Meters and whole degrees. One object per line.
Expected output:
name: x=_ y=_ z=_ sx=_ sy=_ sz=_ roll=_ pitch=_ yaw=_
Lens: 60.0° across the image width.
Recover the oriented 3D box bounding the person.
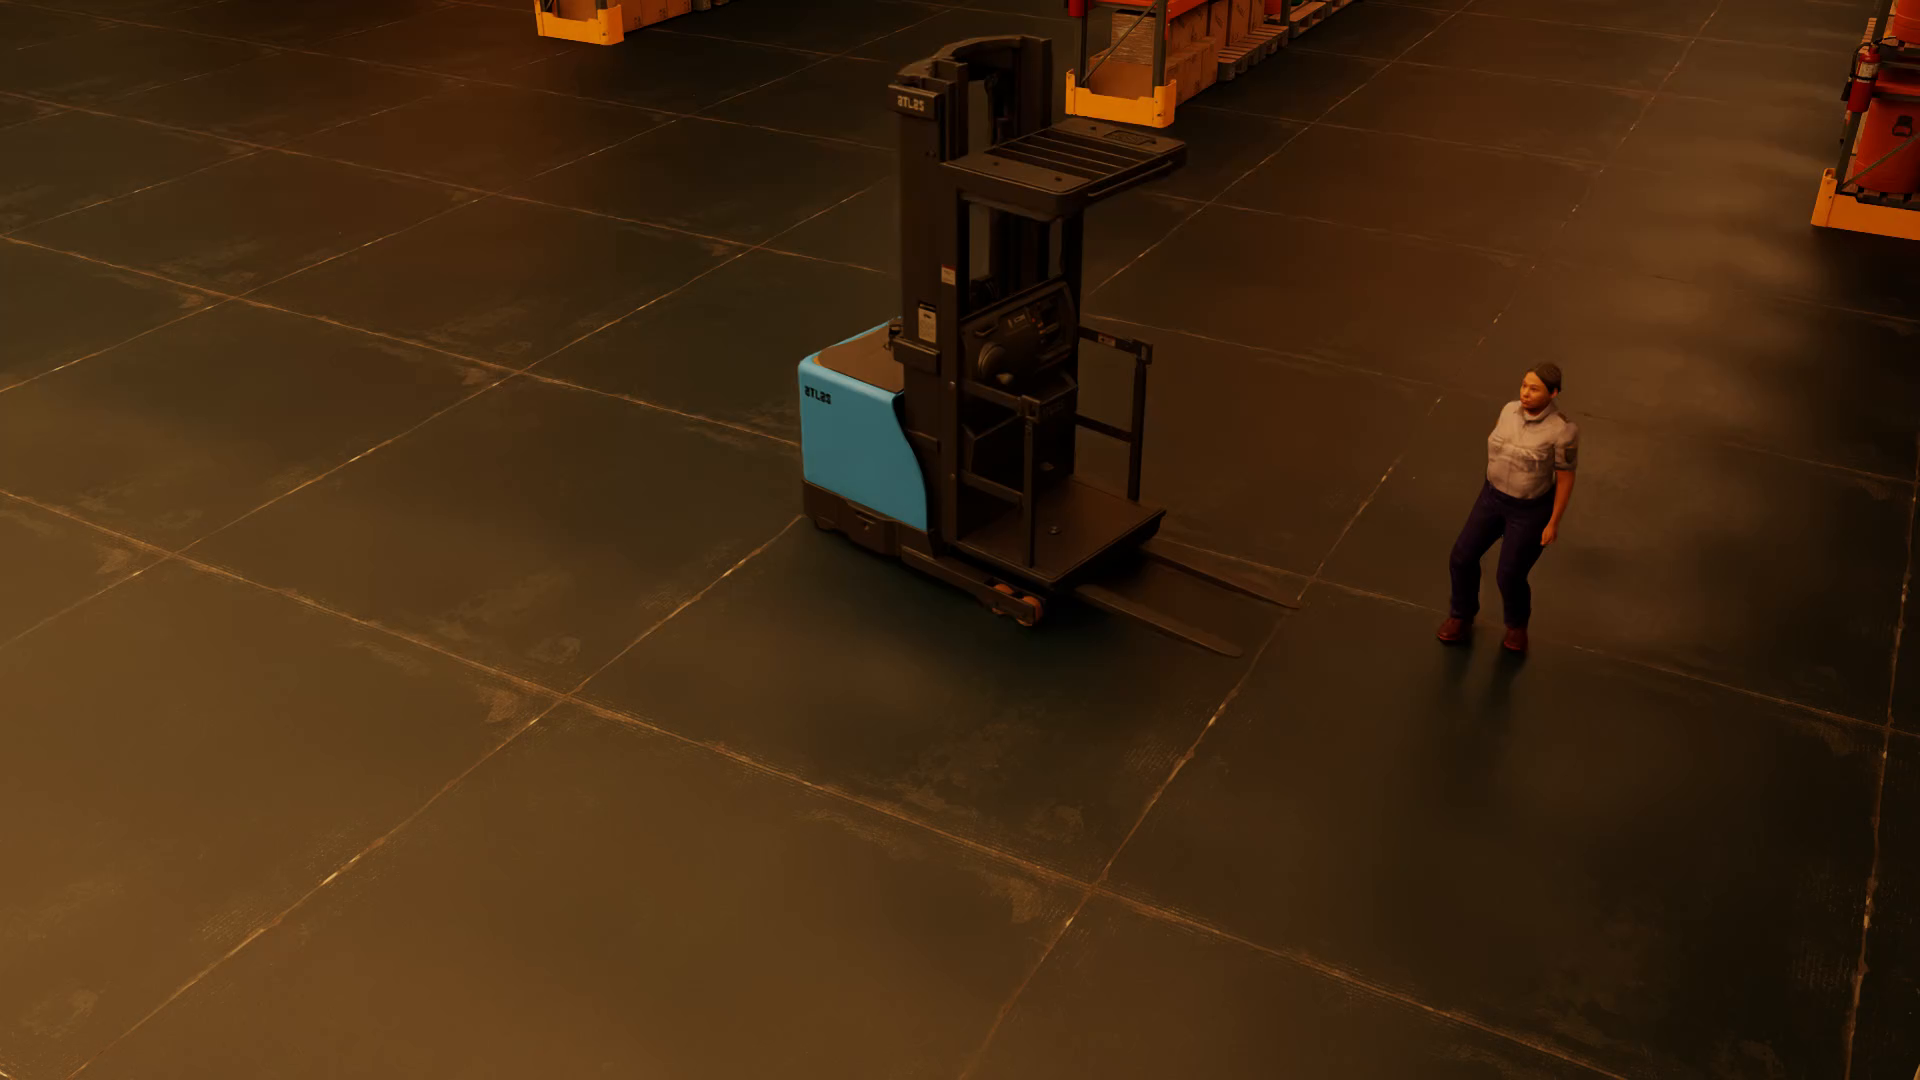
person: x=2.874 y=-0.156 z=8.609 sx=0.467 sy=1.622 sz=0.516 roll=-20 pitch=35 yaw=-30

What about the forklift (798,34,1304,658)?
forklift: x=0.486 y=-1.091 z=8.962 sx=3.031 sy=2.935 sz=1.130 roll=23 pitch=37 yaw=34
